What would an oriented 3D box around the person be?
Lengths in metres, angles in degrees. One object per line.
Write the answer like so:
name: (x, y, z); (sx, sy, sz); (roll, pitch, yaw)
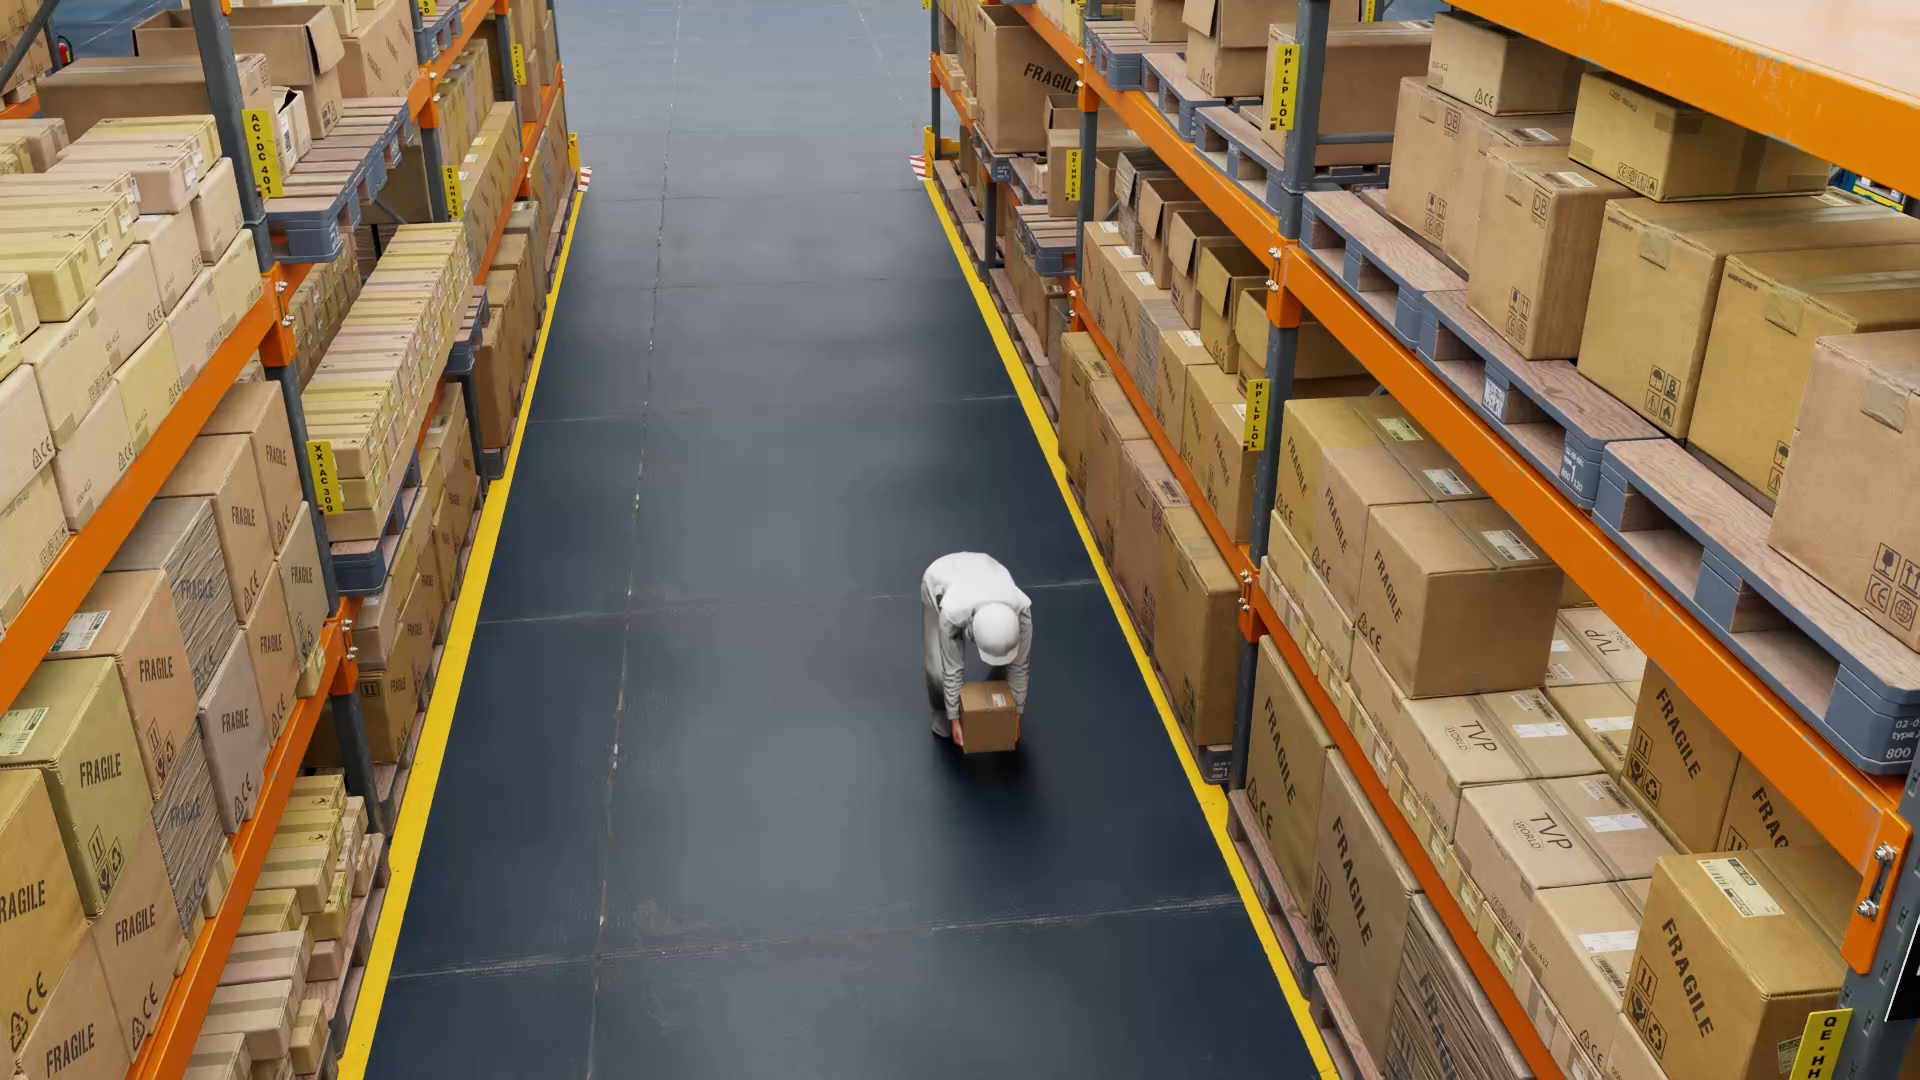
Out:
person: (0.089, 0.590, 8.288); (0.519, 0.994, 0.993); (-5, 27, -9)
